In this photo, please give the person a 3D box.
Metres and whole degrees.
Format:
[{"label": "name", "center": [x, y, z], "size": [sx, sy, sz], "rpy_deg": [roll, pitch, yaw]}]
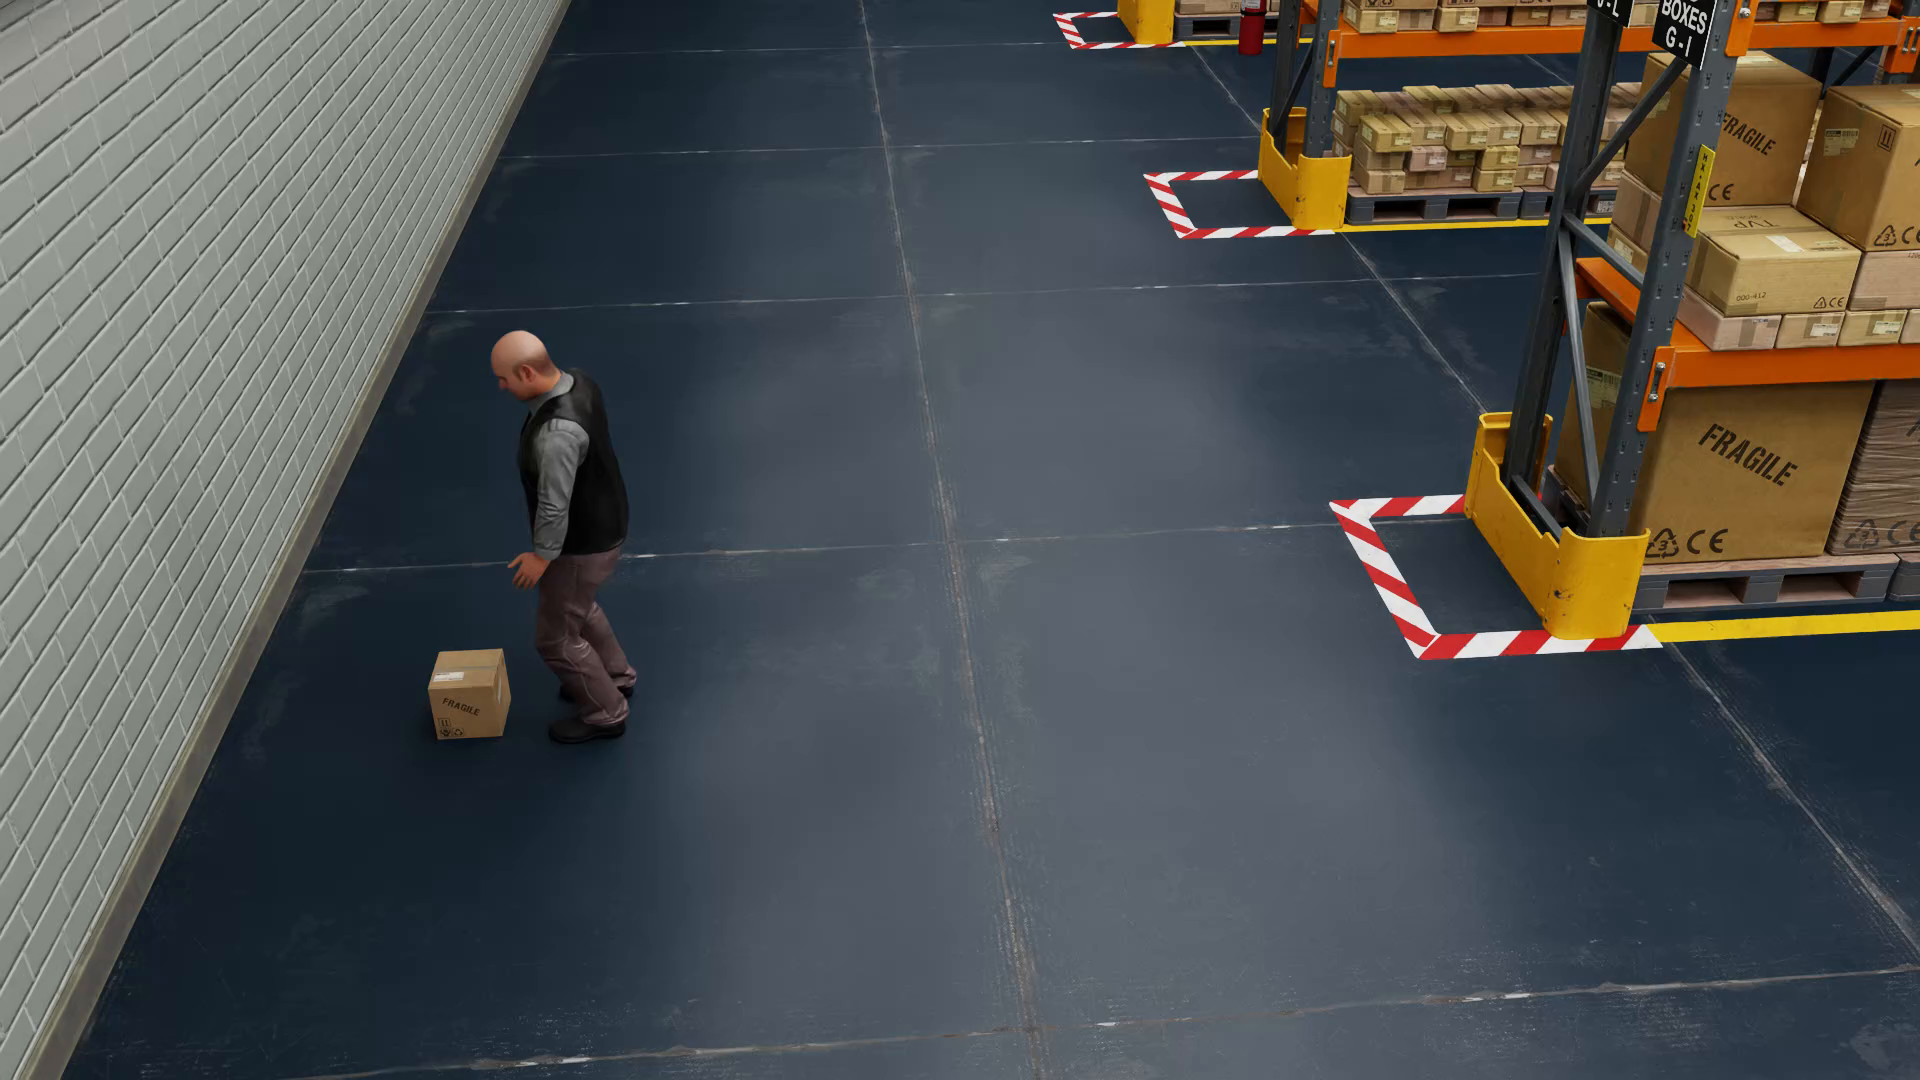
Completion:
[{"label": "person", "center": [-1.448, -0.003, 6.215], "size": [0.416, 1.679, 0.556], "rpy_deg": [-2, 31, -3]}]
